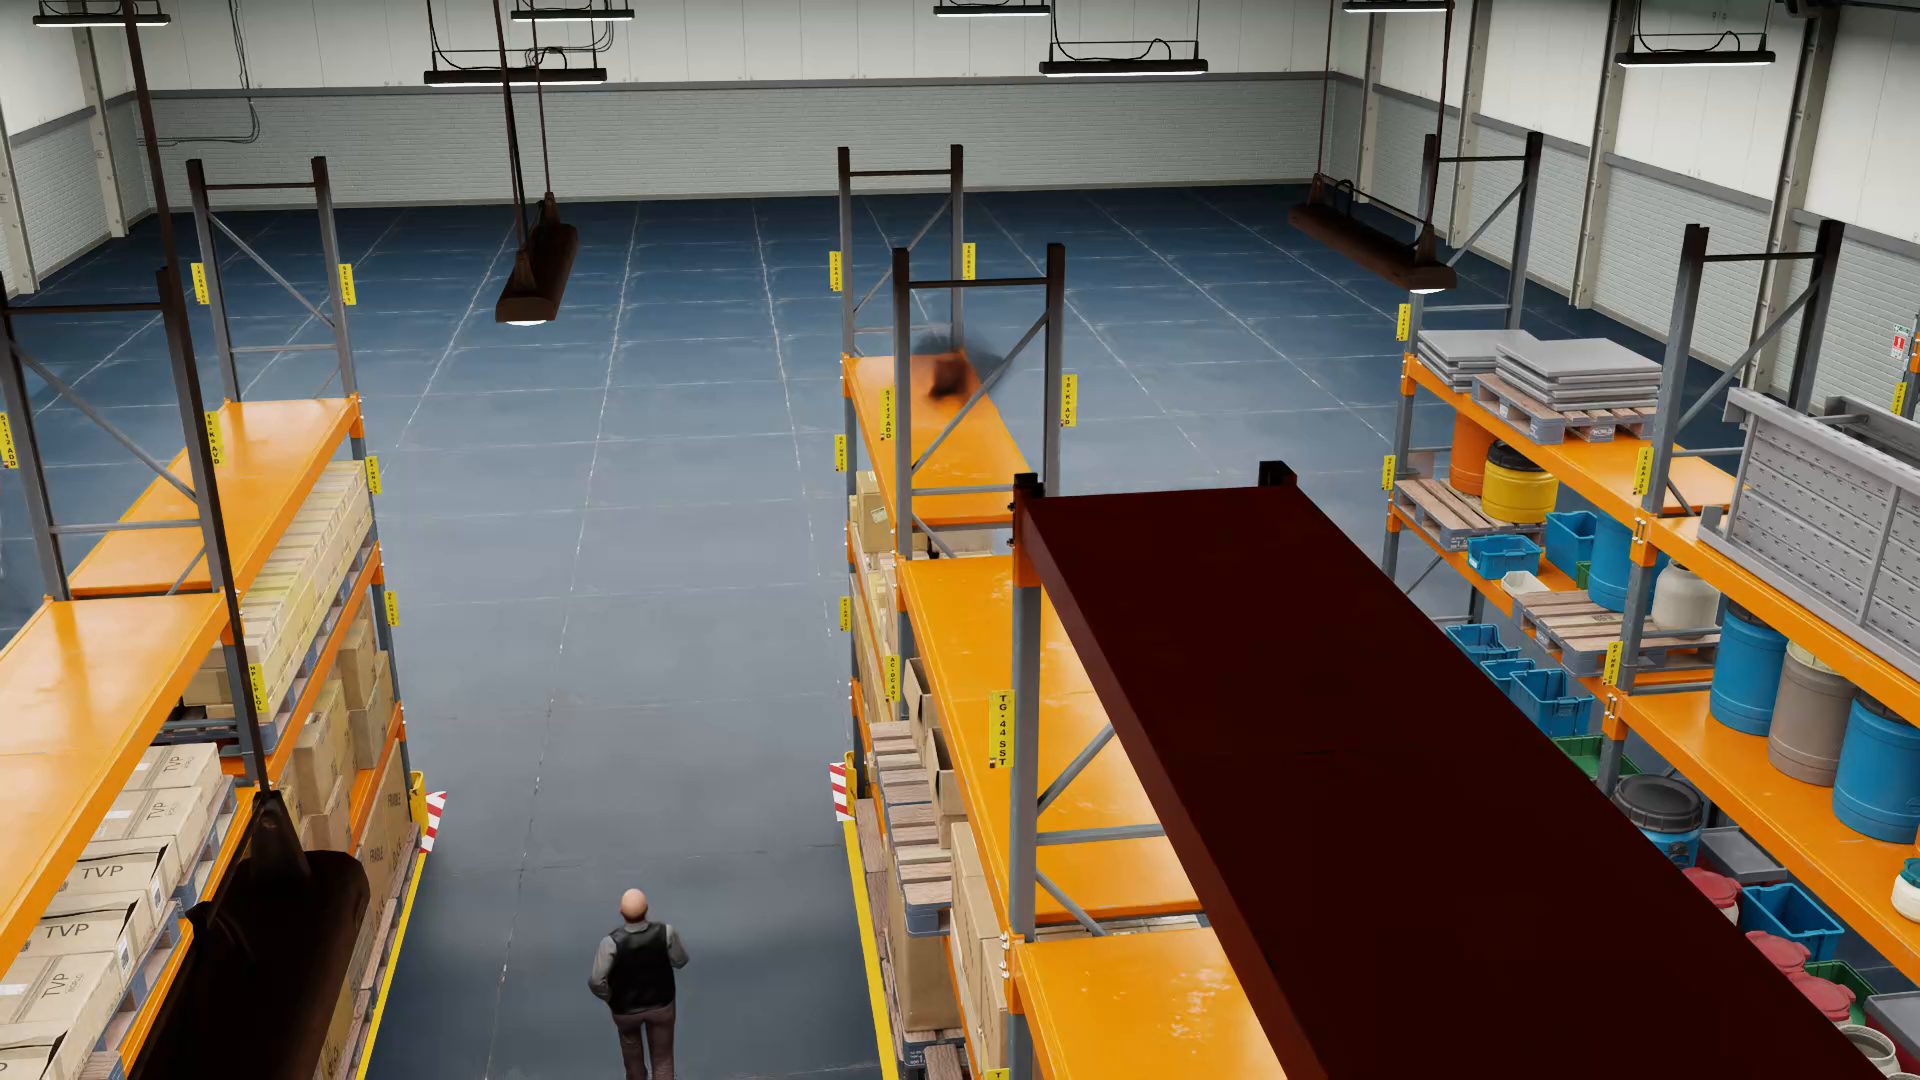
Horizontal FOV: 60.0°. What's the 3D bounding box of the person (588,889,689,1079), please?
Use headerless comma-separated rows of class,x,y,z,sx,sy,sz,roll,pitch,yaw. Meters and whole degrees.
person,-2.087,3.060,10.921,0.655,1.720,0.780,-5,22,-13
